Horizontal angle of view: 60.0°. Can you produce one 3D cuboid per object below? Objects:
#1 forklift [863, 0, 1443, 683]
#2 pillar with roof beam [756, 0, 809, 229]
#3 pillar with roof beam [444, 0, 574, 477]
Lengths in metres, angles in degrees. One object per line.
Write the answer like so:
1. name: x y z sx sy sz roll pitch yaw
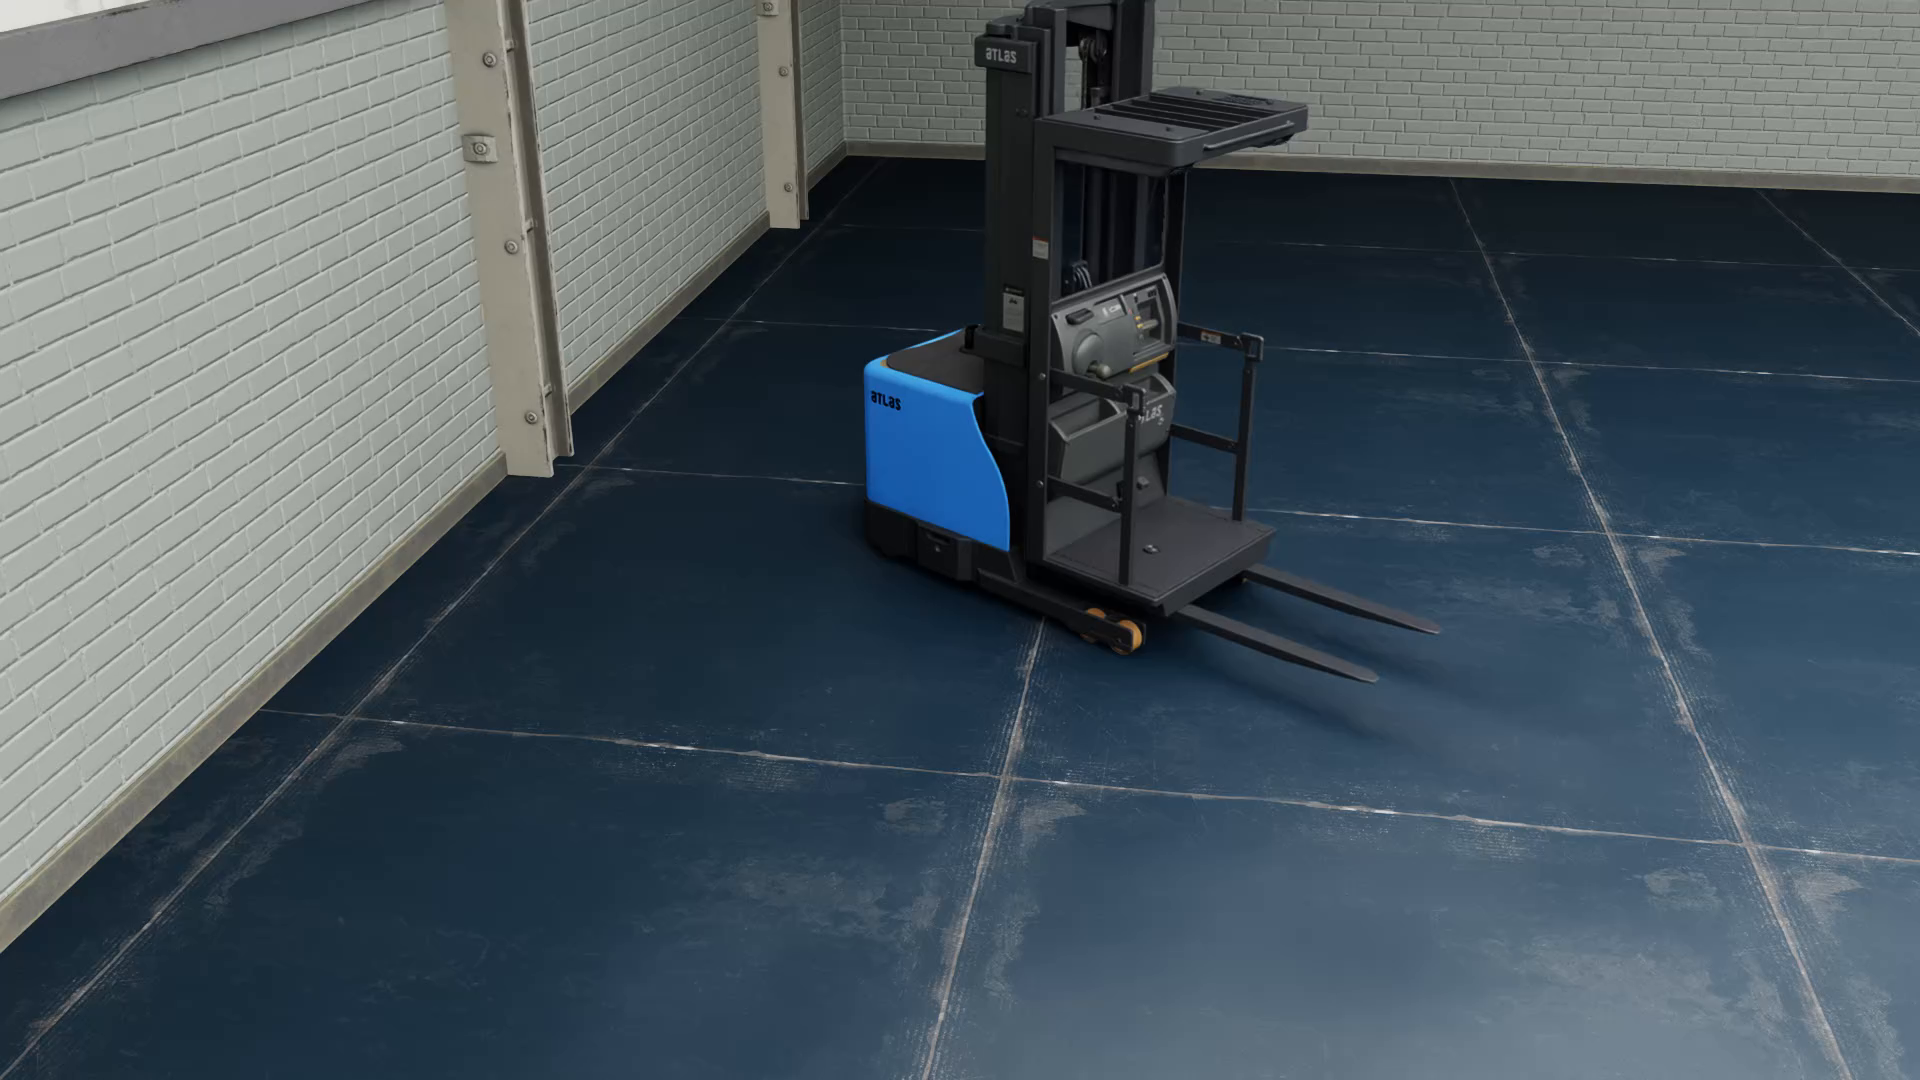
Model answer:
1. forklift: 0.917 -1.023 7.978 3.031 2.935 1.130 20 32 37
2. pillar with roof beam: 2.631 -6.759 13.075 9.100 9.000 0.400 4 25 9
3. pillar with roof beam: 1.650 -4.250 7.714 9.100 9.000 0.400 4 25 9
